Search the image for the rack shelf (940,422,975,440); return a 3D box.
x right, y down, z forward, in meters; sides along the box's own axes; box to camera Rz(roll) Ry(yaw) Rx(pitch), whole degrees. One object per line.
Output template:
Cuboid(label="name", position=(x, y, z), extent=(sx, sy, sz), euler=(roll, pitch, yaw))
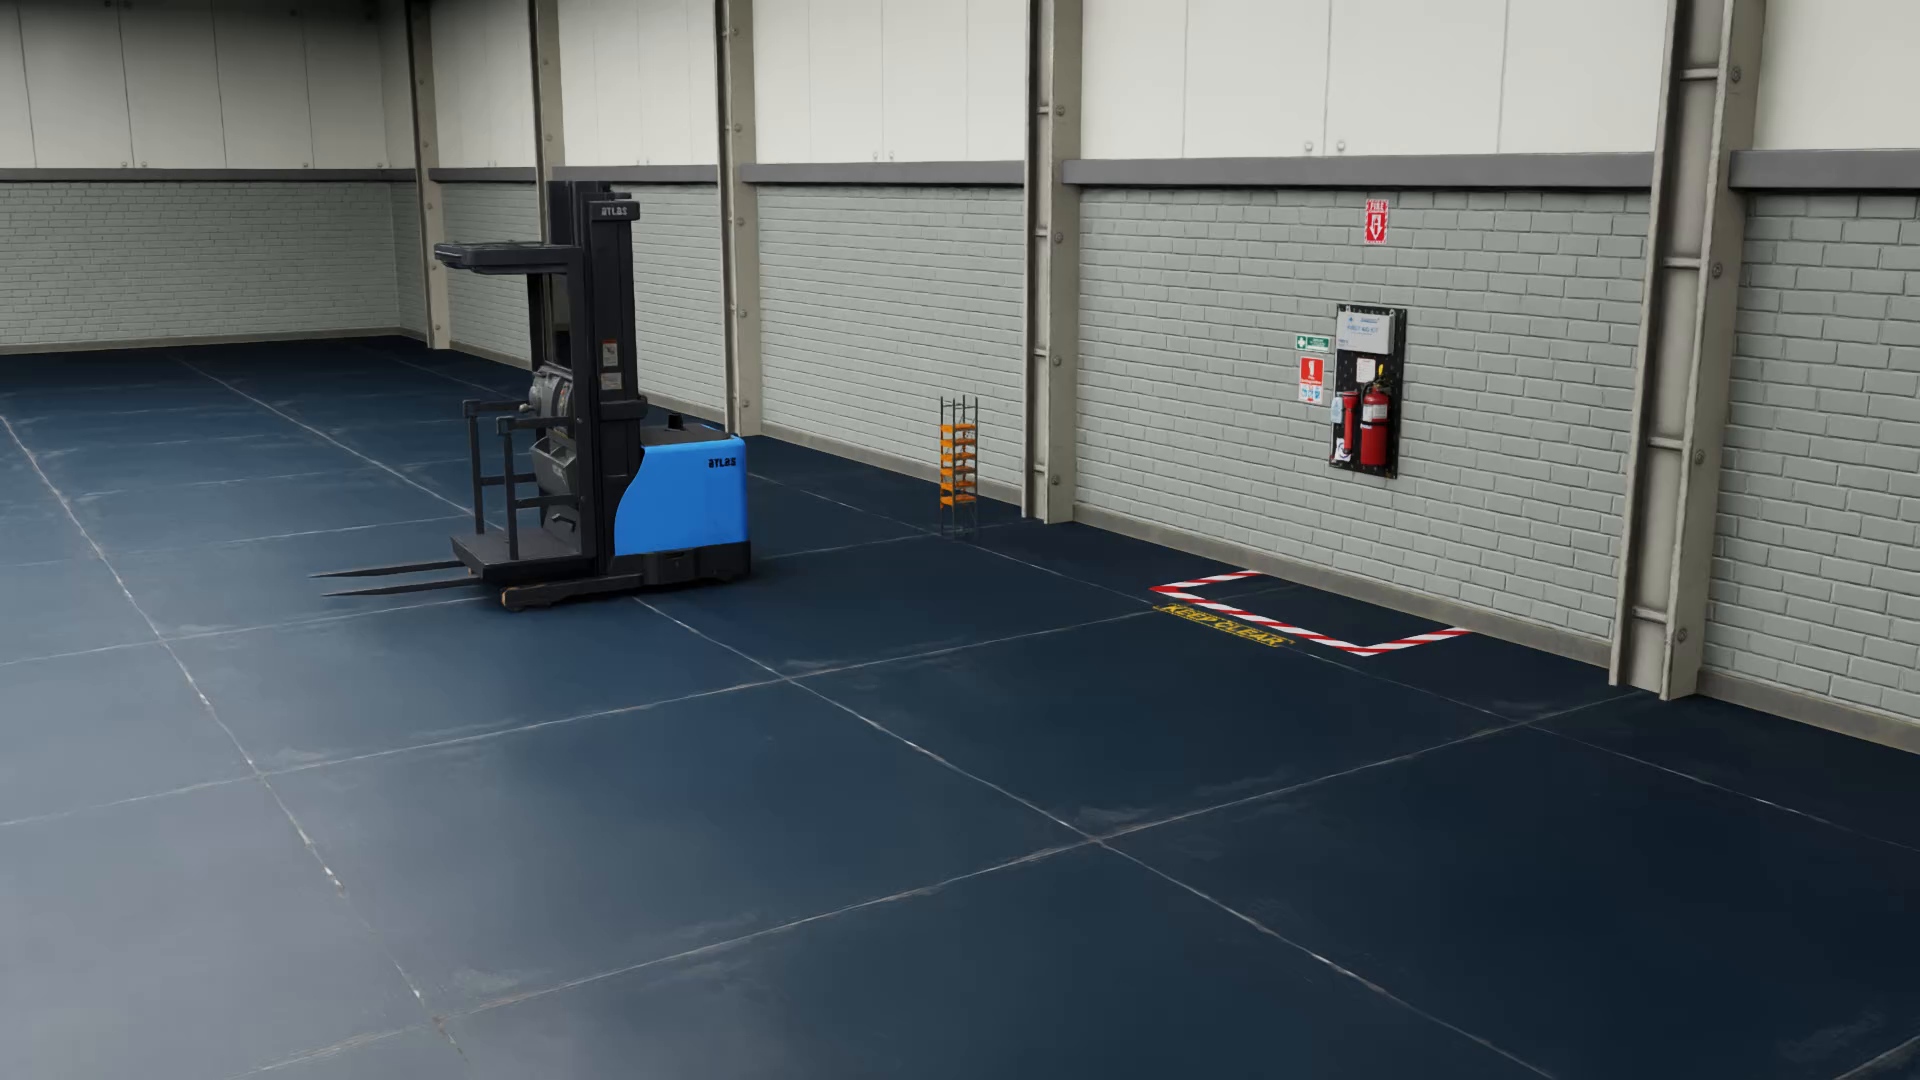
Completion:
Cuboid(label="rack shelf", position=(-0.008, -0.897, 13.678), extent=(0.258, 0.103, 0.180), euler=(-8, 15, -33))

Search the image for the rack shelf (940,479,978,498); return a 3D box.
Cuboid(label="rack shelf", position=(-0.008, -0.428, 13.780), extent=(0.258, 0.103, 0.180), euler=(-8, 15, -33))

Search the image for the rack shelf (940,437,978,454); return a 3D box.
Cuboid(label="rack shelf", position=(-0.008, -0.780, 13.704), extent=(0.258, 0.103, 0.180), euler=(-8, 15, -33))

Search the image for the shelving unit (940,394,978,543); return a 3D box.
Cuboid(label="shelving unit", position=(-0.008, -0.589, 13.745), extent=(0.258, 1.200, 0.189), euler=(-8, 15, -33))

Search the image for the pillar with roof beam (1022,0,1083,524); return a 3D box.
Cuboid(label="pillar with roof beam", position=(-2.801, -4.077, 11.442), extent=(9.100, 9.000, 0.400), euler=(-8, 15, -33))

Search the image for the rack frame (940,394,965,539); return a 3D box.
Cuboid(label="rack frame", position=(-0.059, -0.605, 13.820), extent=(0.240, 1.200, 0.006), euler=(-8, 15, -33))

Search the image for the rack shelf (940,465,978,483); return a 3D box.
Cuboid(label="rack shelf", position=(-0.008, -0.545, 13.755), extent=(0.258, 0.103, 0.180), euler=(-8, 15, -33))

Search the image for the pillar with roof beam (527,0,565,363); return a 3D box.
Cuboid(label="pillar with roof beam", position=(-9.450, -6.211, 21.201), extent=(9.100, 9.000, 0.400), euler=(-8, 15, -33))

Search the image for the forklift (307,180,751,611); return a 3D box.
Cuboid(label="forklift", position=(-3.107, -1.063, 11.864), extent=(3.031, 2.935, 1.130), euler=(-7, 14, -28))

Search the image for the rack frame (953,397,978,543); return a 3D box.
Cuboid(label="rack frame", position=(0.043, -0.572, 13.671), extent=(0.240, 1.200, 0.006), euler=(-8, 15, -33))

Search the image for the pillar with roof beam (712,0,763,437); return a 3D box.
Cuboid(label="pillar with roof beam", position=(-6.126, -5.144, 16.322), extent=(9.100, 9.000, 0.400), euler=(-8, 15, -33))

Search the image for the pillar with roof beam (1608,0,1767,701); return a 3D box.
Cuboid(label="pillar with roof beam", position=(0.523, -3.010, 6.563), extent=(9.100, 9.000, 0.400), euler=(-8, 15, -33))

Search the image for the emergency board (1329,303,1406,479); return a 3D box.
Cuboid(label="emergency board", position=(2.769, -1.033, 11.564), extent=(0.194, 1.169, 0.643), euler=(-8, 15, -33))

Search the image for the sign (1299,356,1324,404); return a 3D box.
Cuboid(label="sign", position=(2.549, -1.161, 12.066), extent=(0.001, 0.329, 0.234), euler=(-8, 15, -33))

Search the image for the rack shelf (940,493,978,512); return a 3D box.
Cuboid(label="rack shelf", position=(-0.008, -0.311, 13.806), extent=(0.258, 0.103, 0.180), euler=(-8, 15, -33))

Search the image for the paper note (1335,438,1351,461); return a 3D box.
Cuboid(label="paper note", position=(2.729, -0.642, 11.839), extent=(0.016, 0.148, 0.142), euler=(-8, 15, -33))

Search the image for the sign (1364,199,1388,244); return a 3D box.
Cuboid(label="sign", position=(2.848, -2.179, 11.377), extent=(0.001, 0.298, 0.199), euler=(-8, 15, -33))

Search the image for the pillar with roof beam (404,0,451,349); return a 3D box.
Cuboid(label="pillar with roof beam", position=(-12.774, -7.278, 26.081), extent=(9.100, 9.000, 0.400), euler=(-8, 15, -33))

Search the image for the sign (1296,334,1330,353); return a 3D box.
Cuboid(label="sign", position=(2.544, -1.418, 12.001), extent=(0.001, 0.109, 0.331), euler=(-8, 15, -33))

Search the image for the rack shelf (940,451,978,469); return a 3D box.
Cuboid(label="rack shelf", position=(-0.008, -0.663, 13.729), extent=(0.258, 0.103, 0.180), euler=(-8, 15, -33))
